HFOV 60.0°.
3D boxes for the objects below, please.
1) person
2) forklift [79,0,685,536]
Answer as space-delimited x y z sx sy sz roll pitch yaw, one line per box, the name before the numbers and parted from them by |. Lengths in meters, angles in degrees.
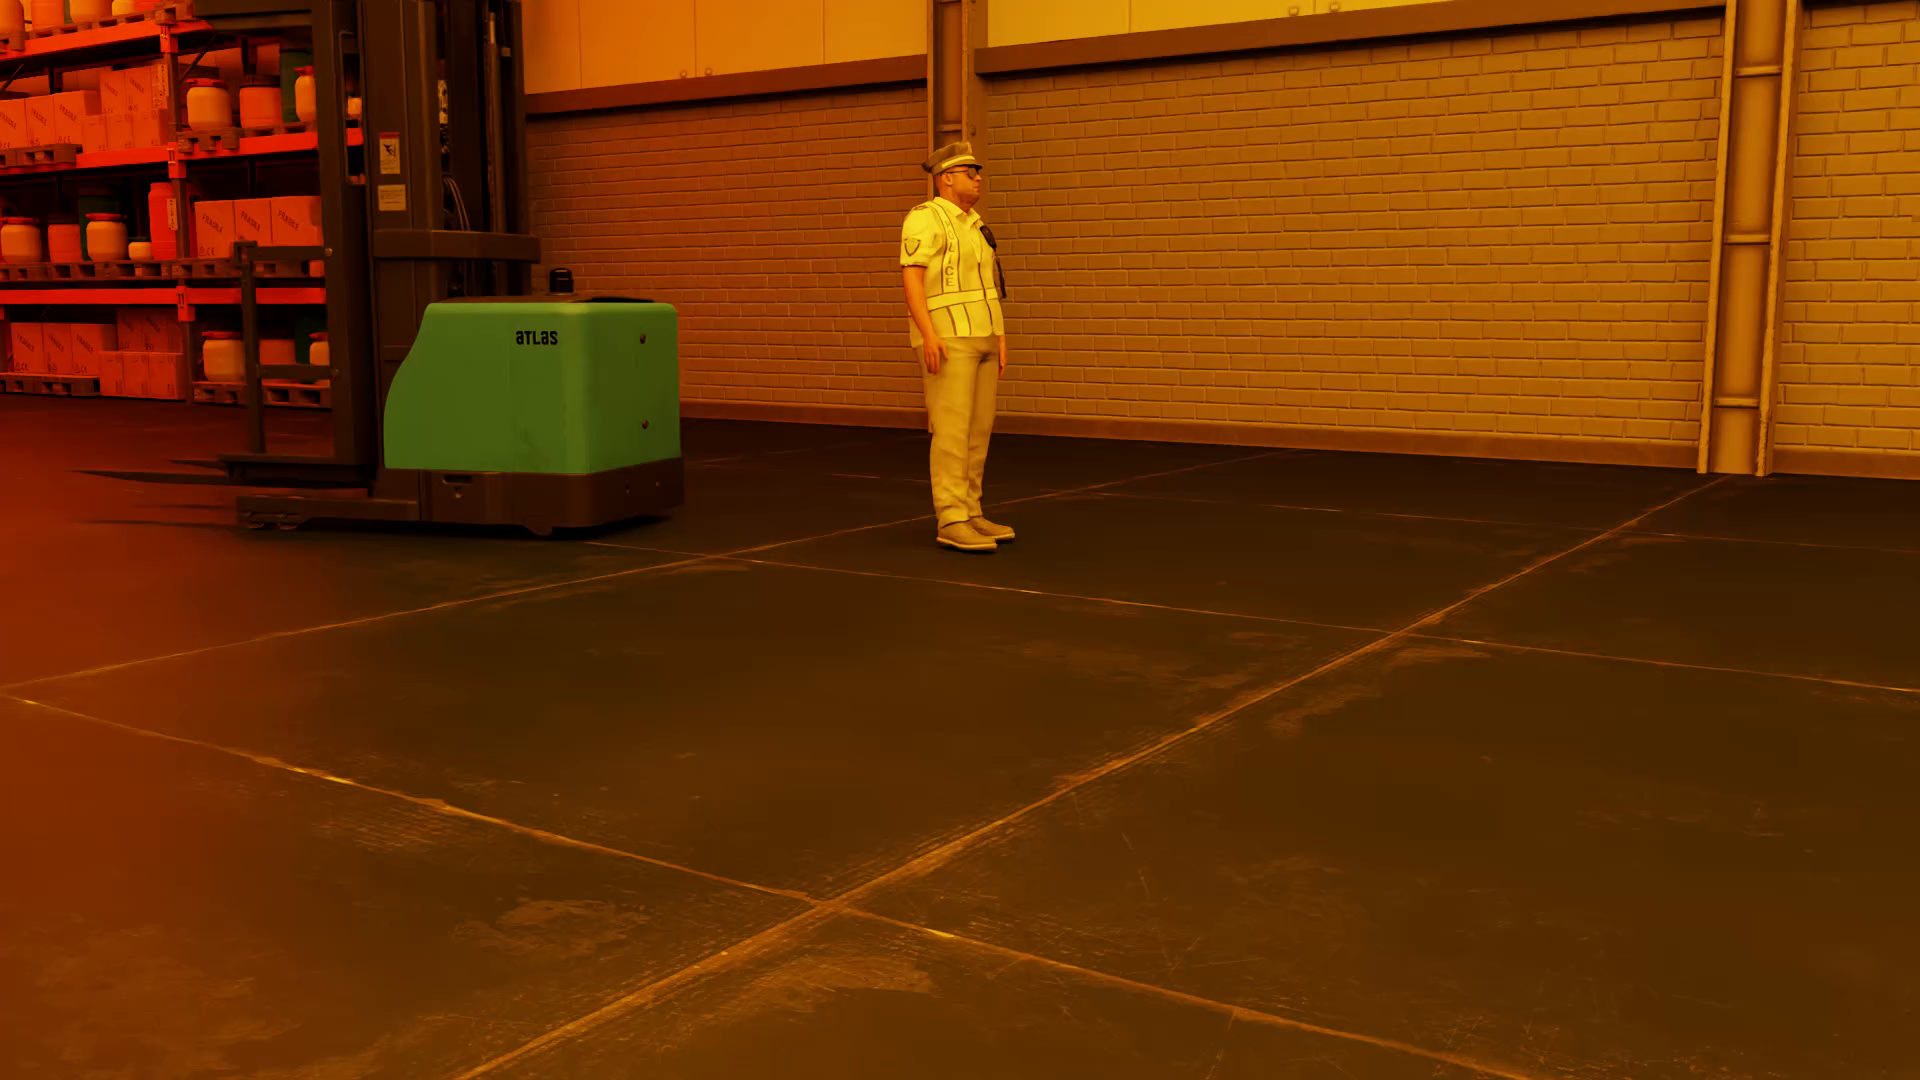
person | 0.059 -0.883 7.425 0.574 1.781 0.641 5 10 34
forklift | -2.963 -1.565 8.199 3.031 2.935 1.130 2 8 17
